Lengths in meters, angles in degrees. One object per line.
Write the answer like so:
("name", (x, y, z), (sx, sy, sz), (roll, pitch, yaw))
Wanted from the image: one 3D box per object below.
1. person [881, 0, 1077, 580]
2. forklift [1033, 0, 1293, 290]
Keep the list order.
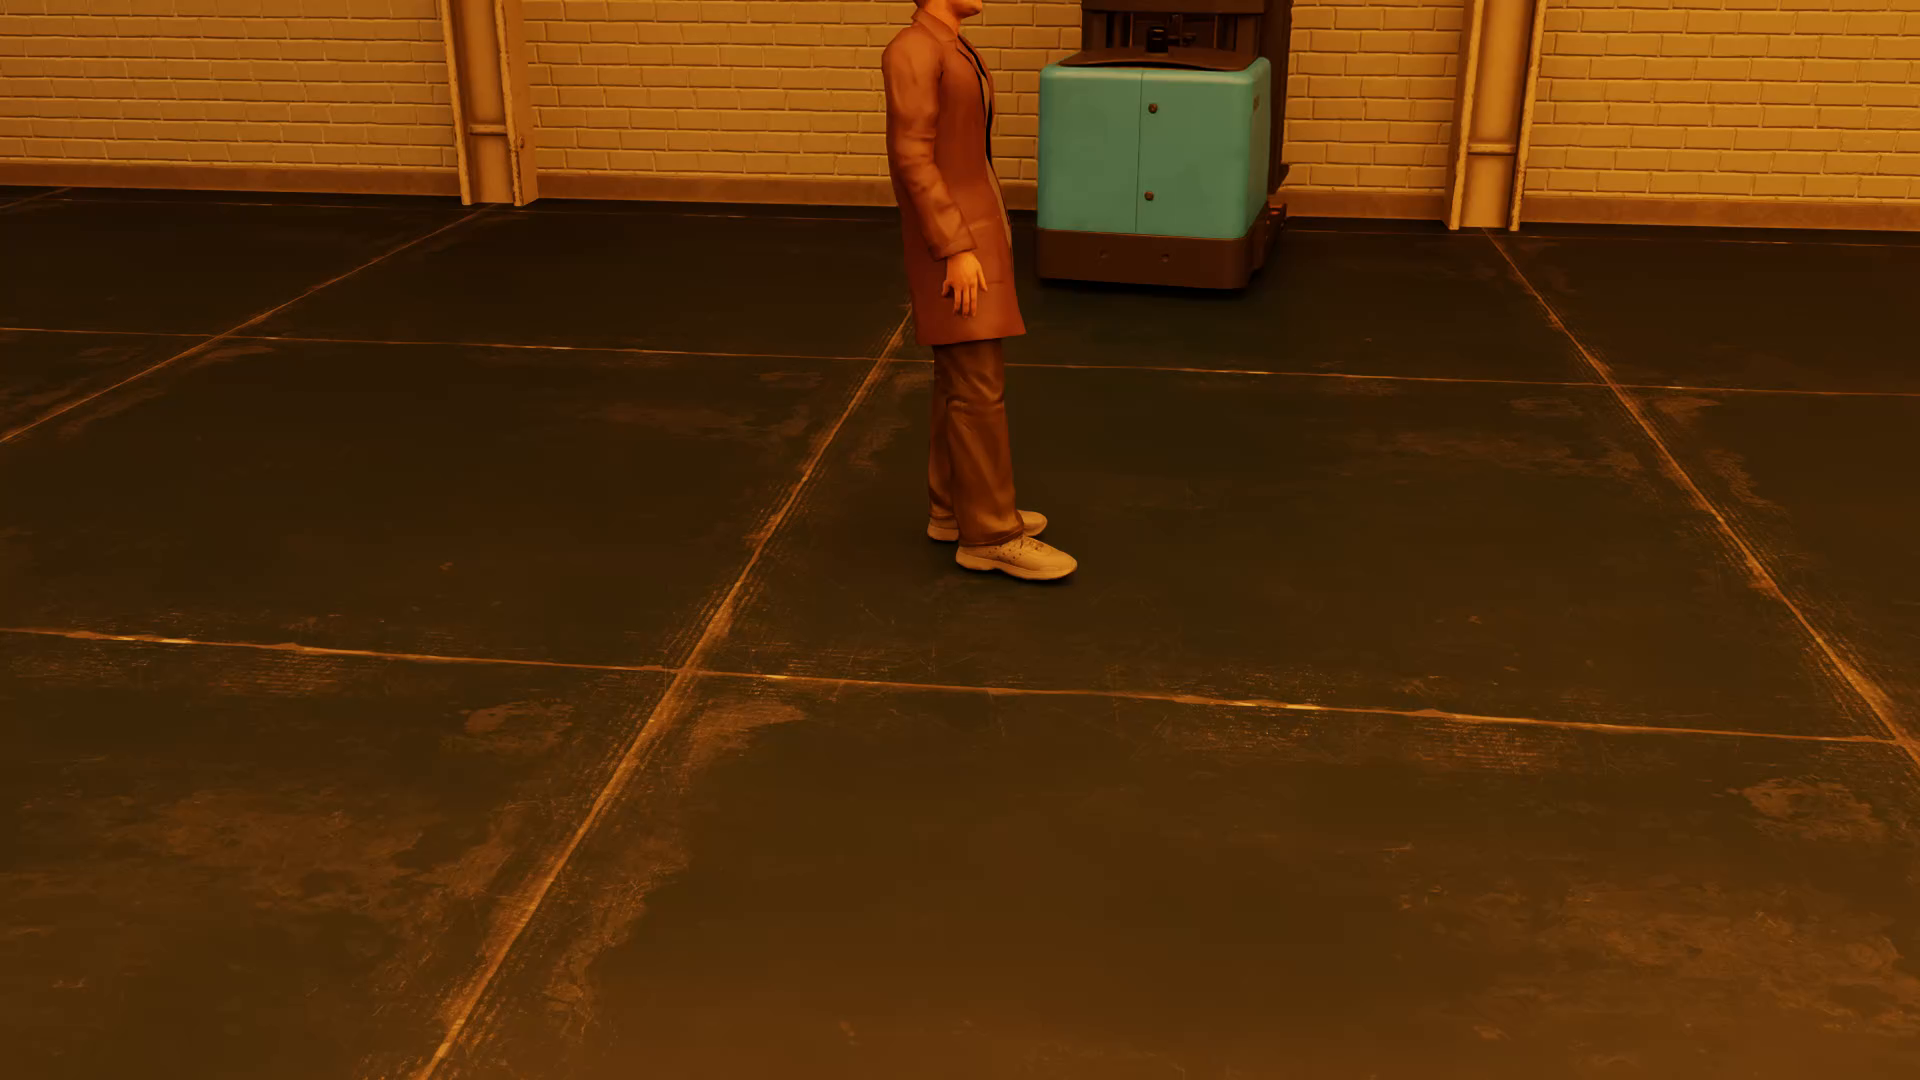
("person", (0.091, -0.826, 4.828), (0.579, 1.778, 0.698), (3, 22, 7))
("forklift", (1.254, -3.080, 8.904), (1.130, 2.935, 3.031), (6, 23, 15))
